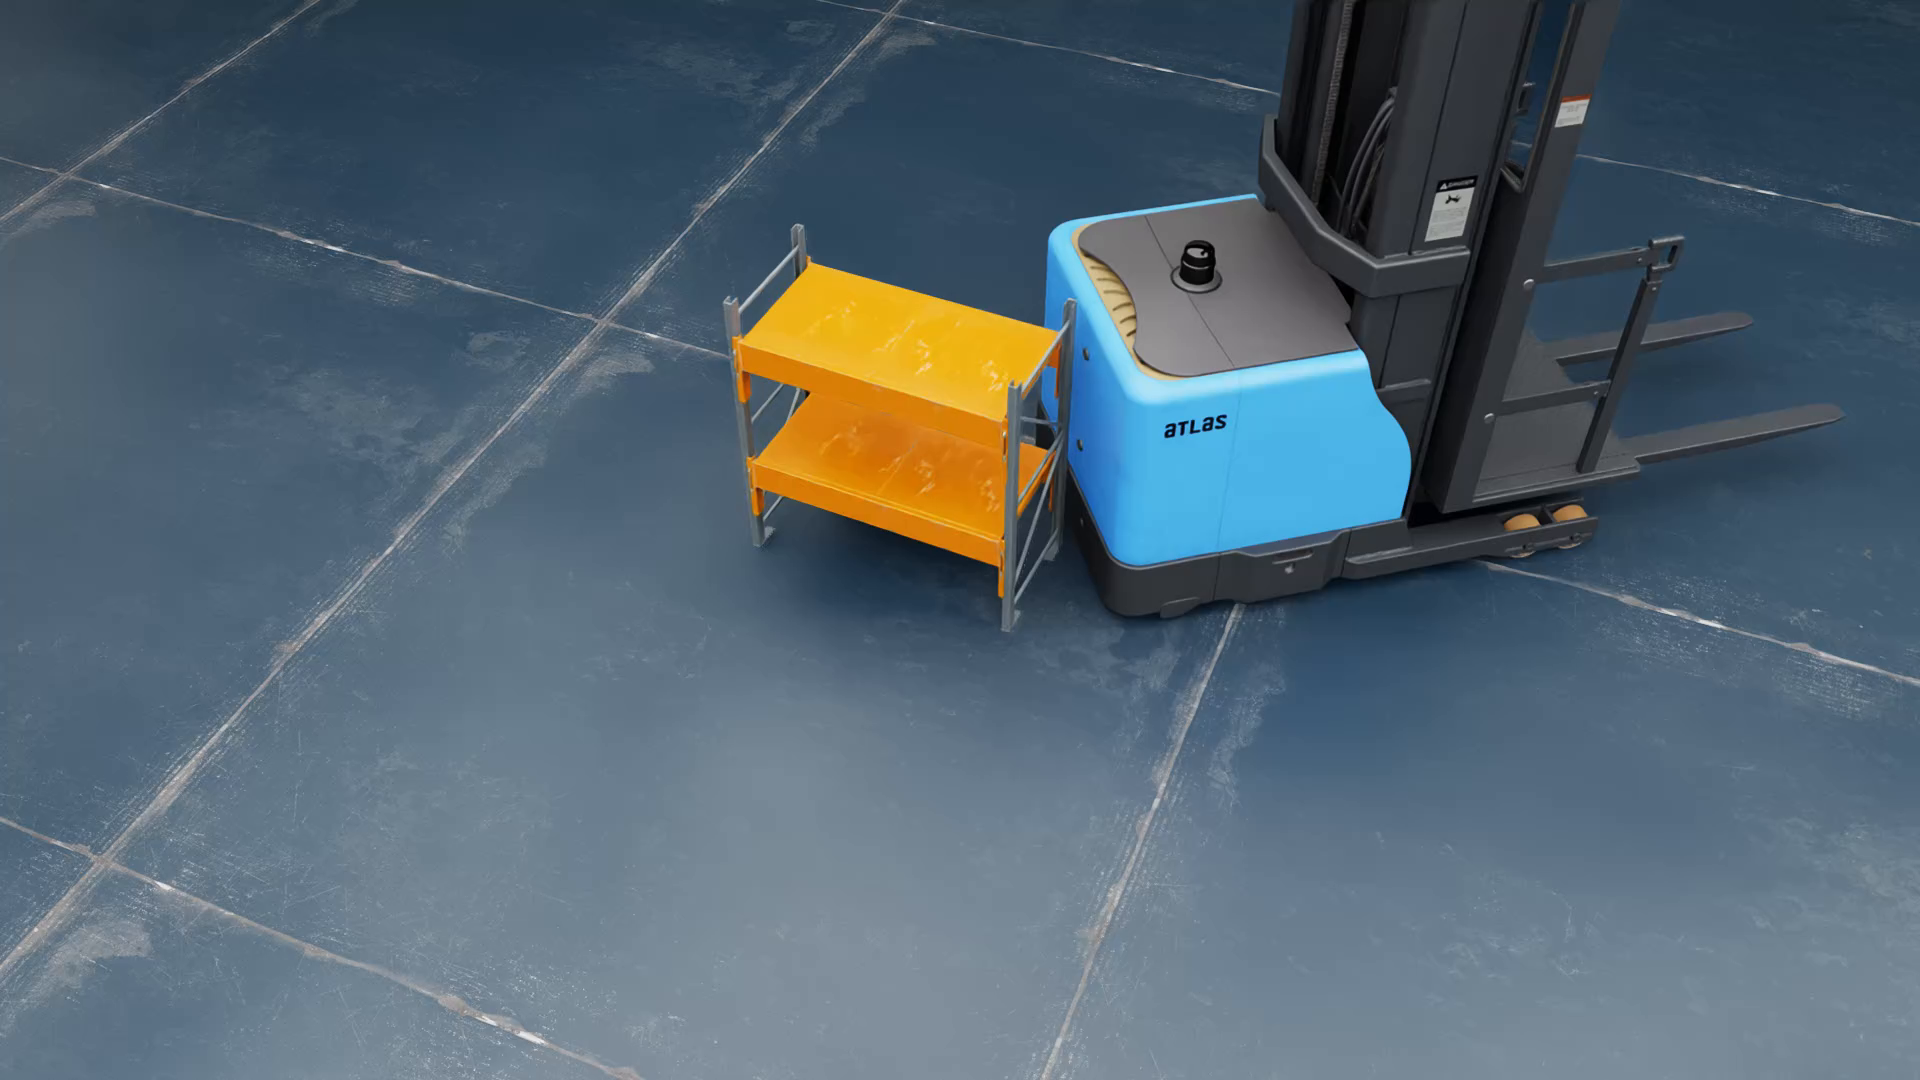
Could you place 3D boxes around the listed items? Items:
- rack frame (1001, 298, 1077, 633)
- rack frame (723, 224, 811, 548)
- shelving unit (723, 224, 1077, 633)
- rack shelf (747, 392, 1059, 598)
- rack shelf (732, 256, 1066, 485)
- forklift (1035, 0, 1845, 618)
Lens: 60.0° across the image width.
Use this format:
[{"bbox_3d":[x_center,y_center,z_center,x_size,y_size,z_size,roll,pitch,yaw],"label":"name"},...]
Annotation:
[{"bbox_3d":[0.265,-0.231,5.685,0.032,1.125,0.500,18,48,17],"label":"rack frame"},{"bbox_3d":[-0.657,-0.533,5.988,0.032,1.125,0.500,18,48,17],"label":"rack frame"},{"bbox_3d":[-0.196,-0.382,5.836,1.048,1.125,0.538,18,48,17],"label":"shelving unit"},{"bbox_3d":[-0.196,-0.209,6.009,1.000,0.278,0.538,18,48,17],"label":"rack shelf"},{"bbox_3d":[-0.196,-0.589,5.630,1.000,0.278,0.538,18,48,17],"label":"rack shelf"},{"bbox_3d":[1.871,-1.325,5.504,3.031,2.935,1.130,-10,46,-10],"label":"forklift"}]
